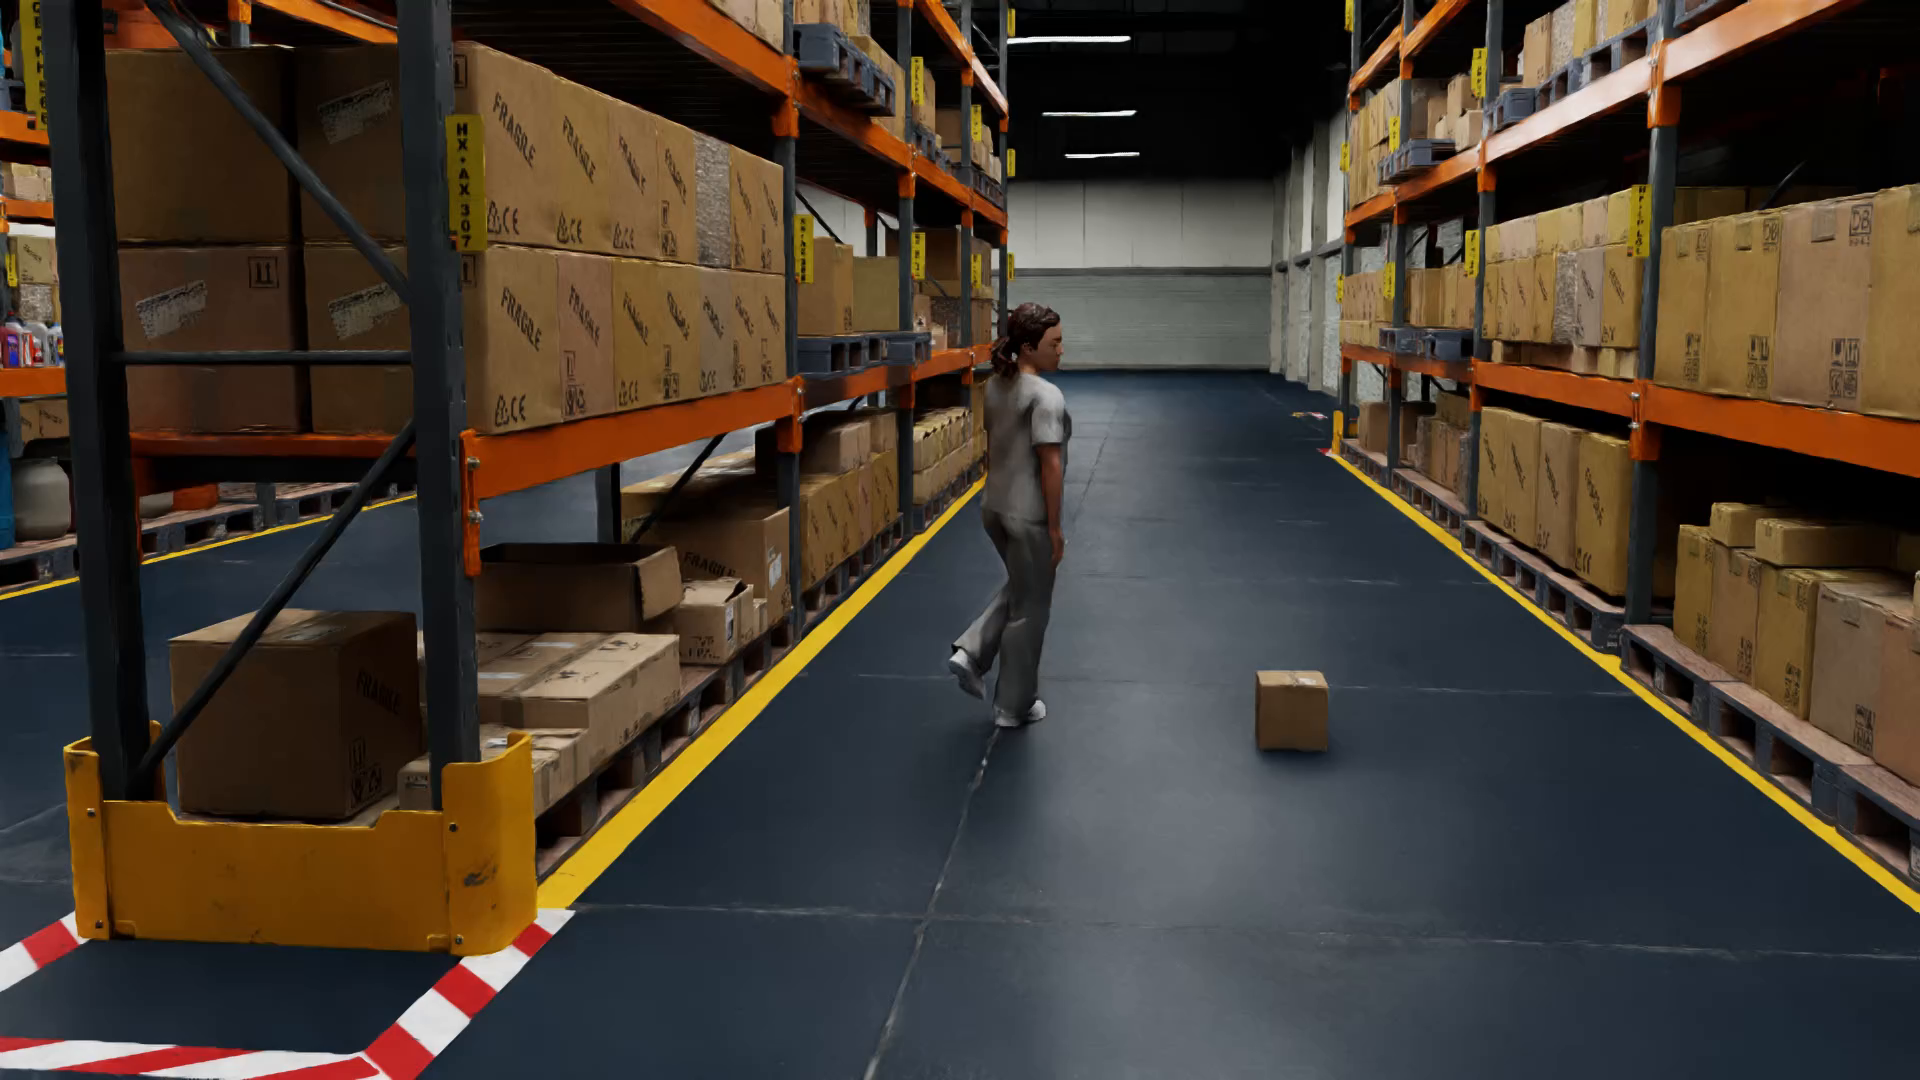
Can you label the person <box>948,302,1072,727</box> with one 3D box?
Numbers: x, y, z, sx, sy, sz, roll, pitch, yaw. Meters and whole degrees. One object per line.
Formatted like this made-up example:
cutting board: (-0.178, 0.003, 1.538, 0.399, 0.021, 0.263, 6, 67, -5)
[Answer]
person: (0.255, -0.076, 6.405, 0.491, 1.664, 0.540, -6, 10, -38)
